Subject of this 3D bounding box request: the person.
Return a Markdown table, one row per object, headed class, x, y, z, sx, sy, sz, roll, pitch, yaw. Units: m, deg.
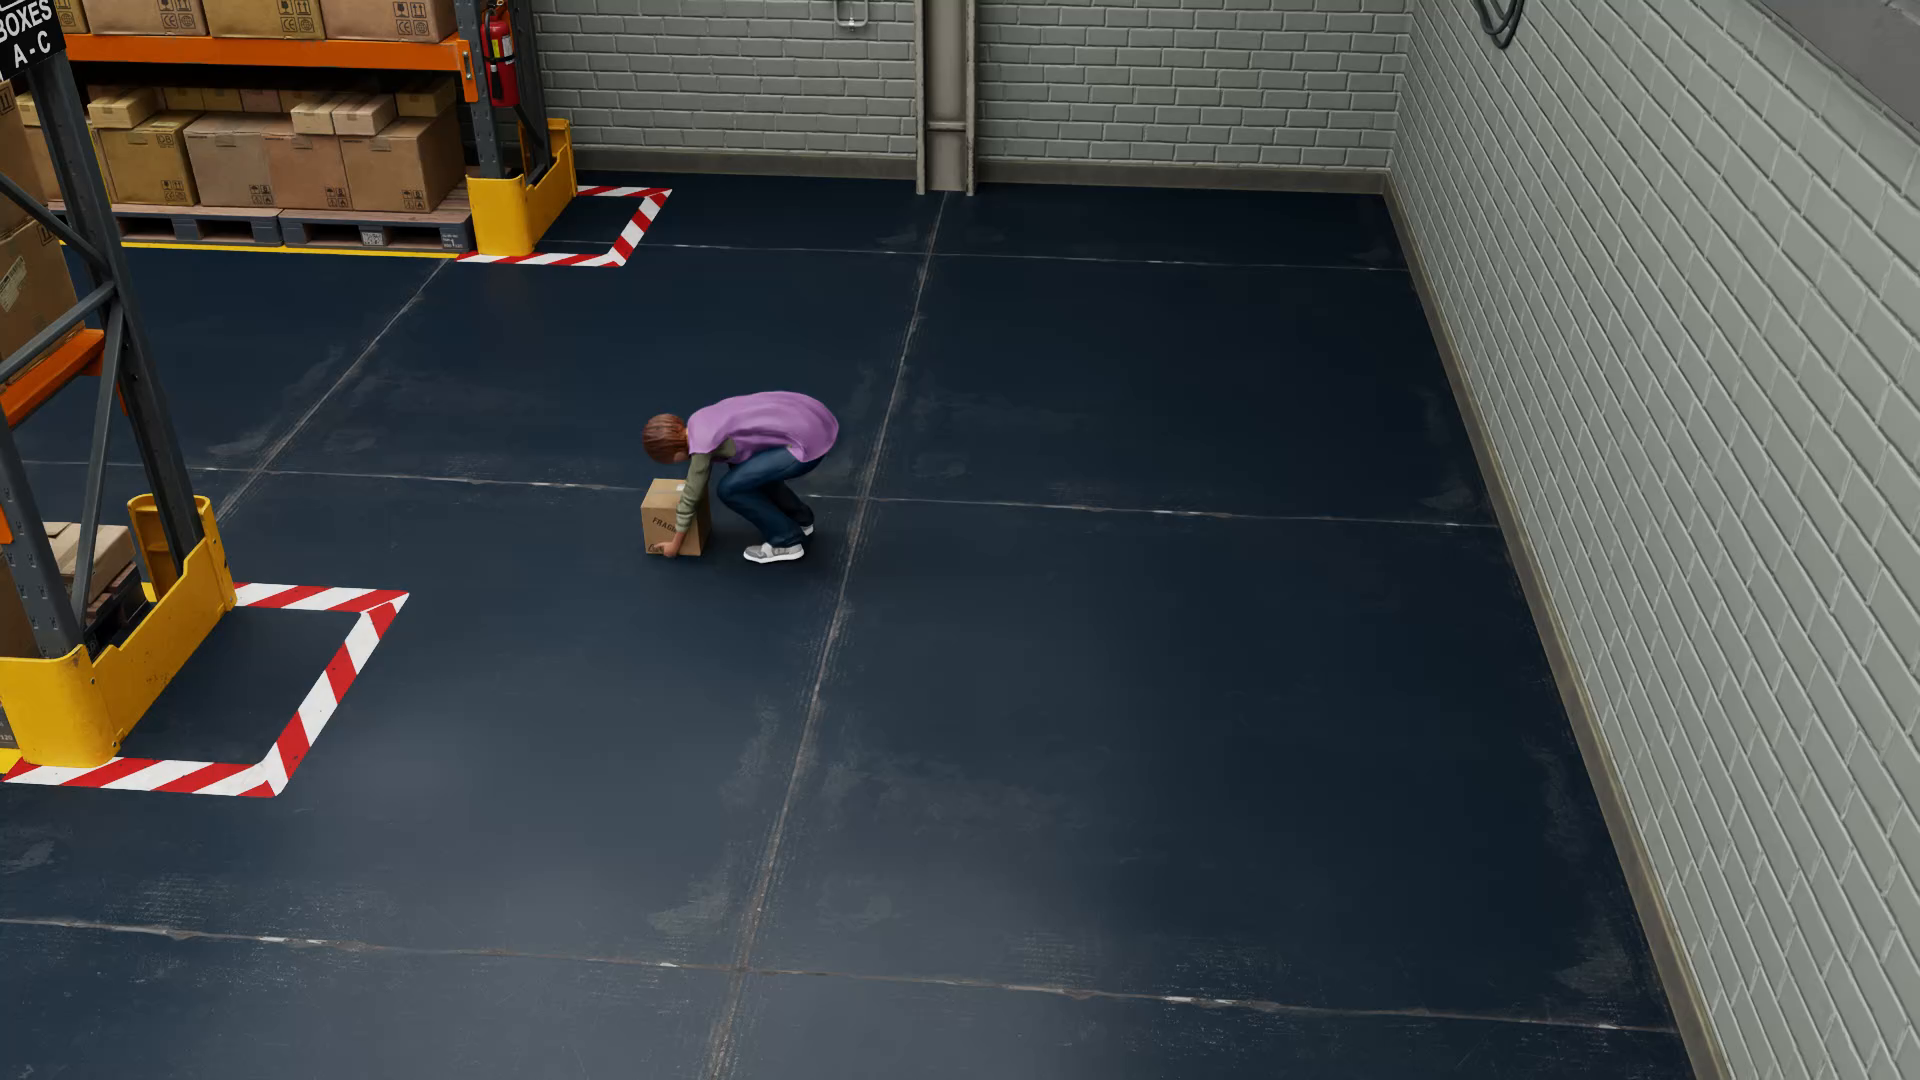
| class | x | y | z | sx | sy | sz | roll | pitch | yaw |
| --- | --- | --- | --- | --- | --- | --- | --- | --- | --- |
| person | -0.967 | -0.289 | 7.404 | 0.871 | 0.778 | 0.429 | 1 | 32 | 2 |
